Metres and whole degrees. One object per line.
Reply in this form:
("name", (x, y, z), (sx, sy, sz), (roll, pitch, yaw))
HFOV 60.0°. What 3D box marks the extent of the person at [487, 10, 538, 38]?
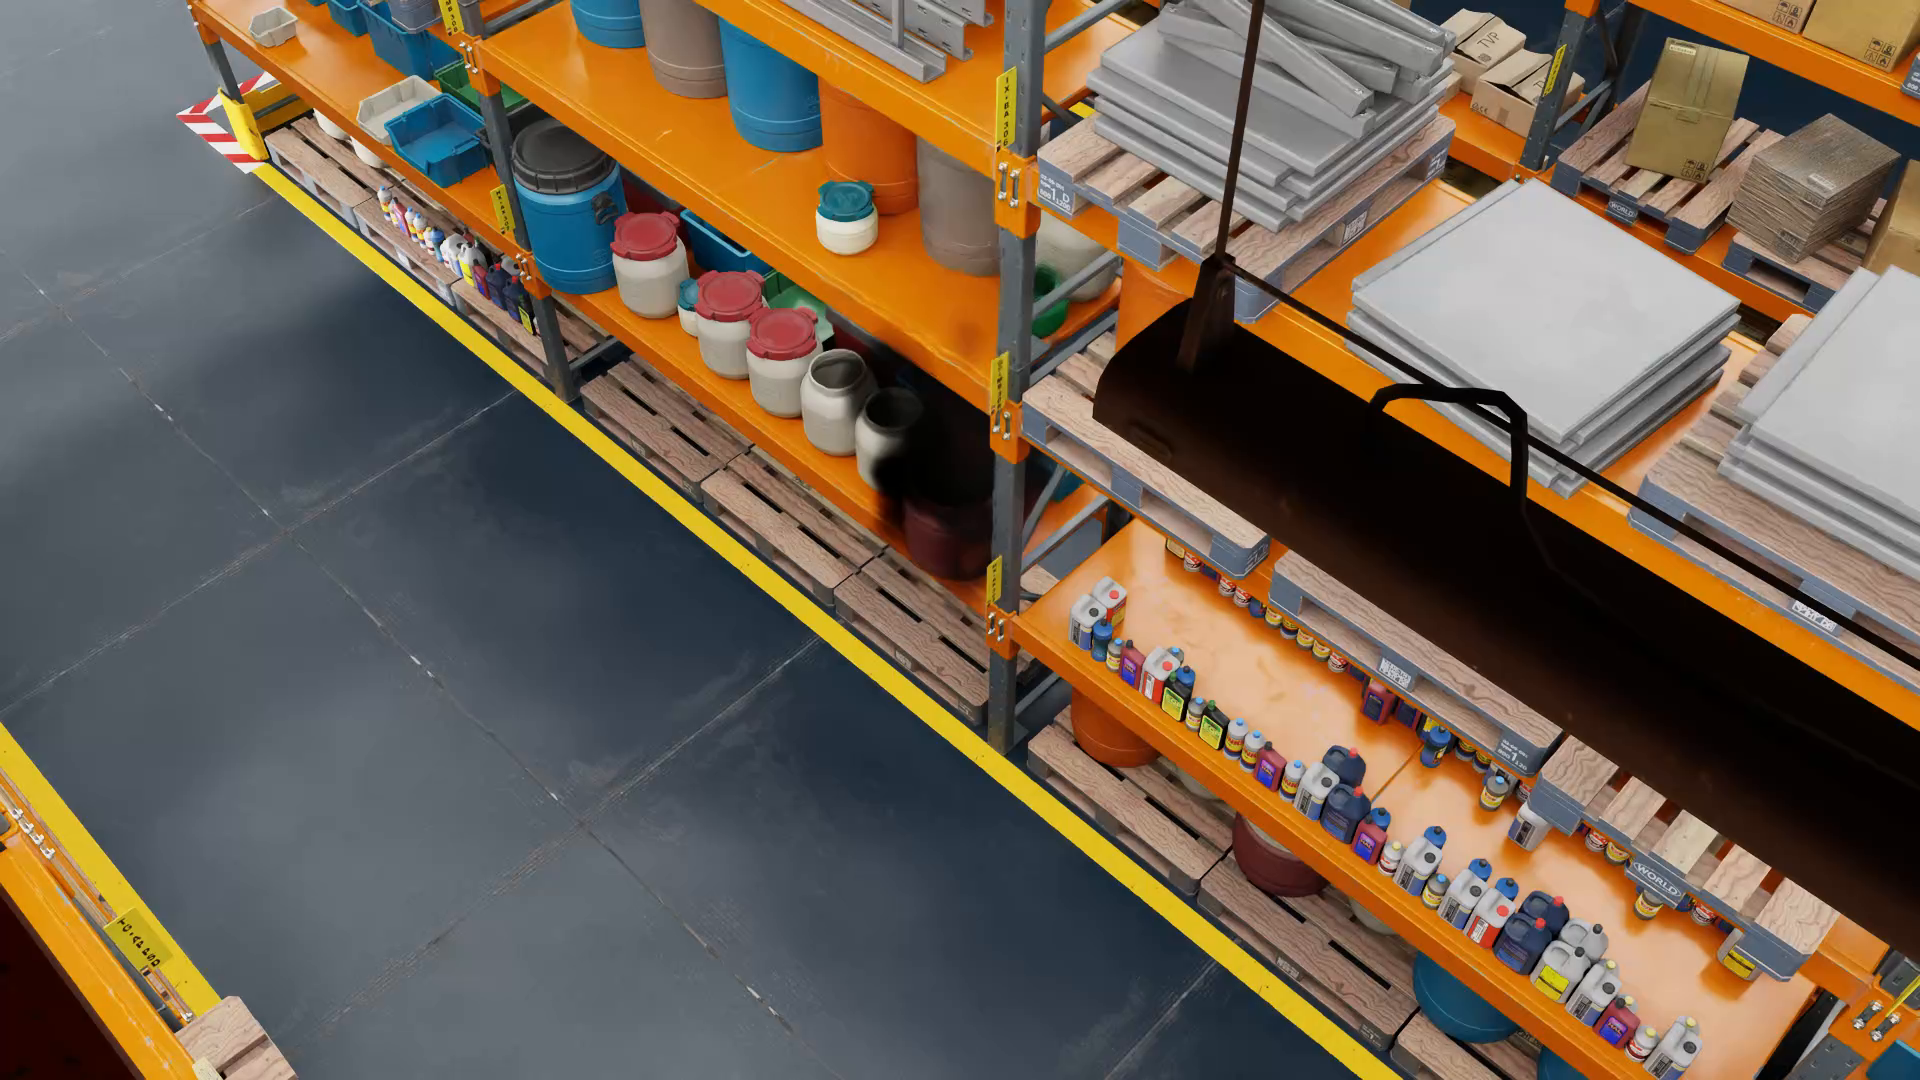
("person", (-3.684, -4.542, 13.062), (0.818, 1.854, 0.700), (21, 53, 17))
